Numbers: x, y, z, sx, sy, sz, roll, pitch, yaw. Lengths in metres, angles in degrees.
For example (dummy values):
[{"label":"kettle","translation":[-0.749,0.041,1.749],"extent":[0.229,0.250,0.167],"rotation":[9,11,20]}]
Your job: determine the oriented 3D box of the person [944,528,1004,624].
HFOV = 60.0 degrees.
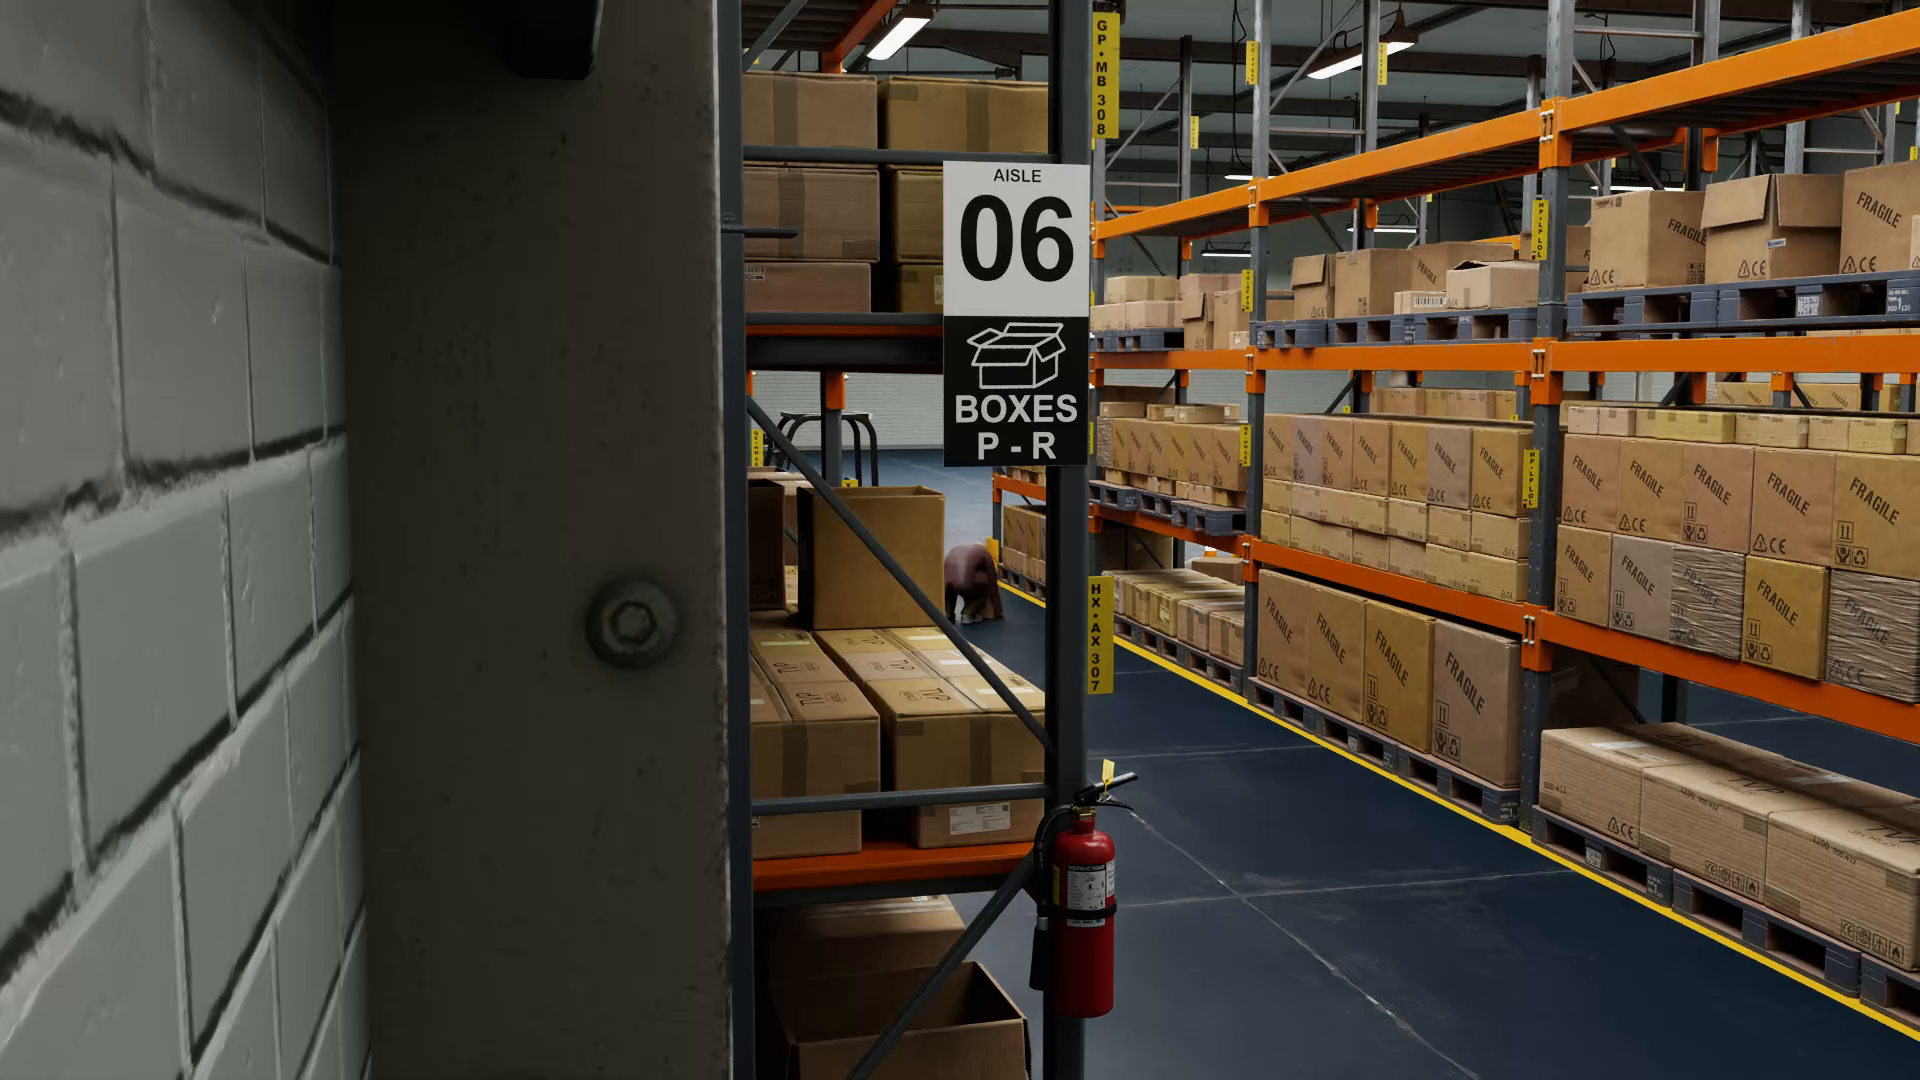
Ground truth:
[{"label":"person","translation":[0.079,0.349,17.521],"extent":[0.620,0.996,0.939],"rotation":[2,6,21]}]
